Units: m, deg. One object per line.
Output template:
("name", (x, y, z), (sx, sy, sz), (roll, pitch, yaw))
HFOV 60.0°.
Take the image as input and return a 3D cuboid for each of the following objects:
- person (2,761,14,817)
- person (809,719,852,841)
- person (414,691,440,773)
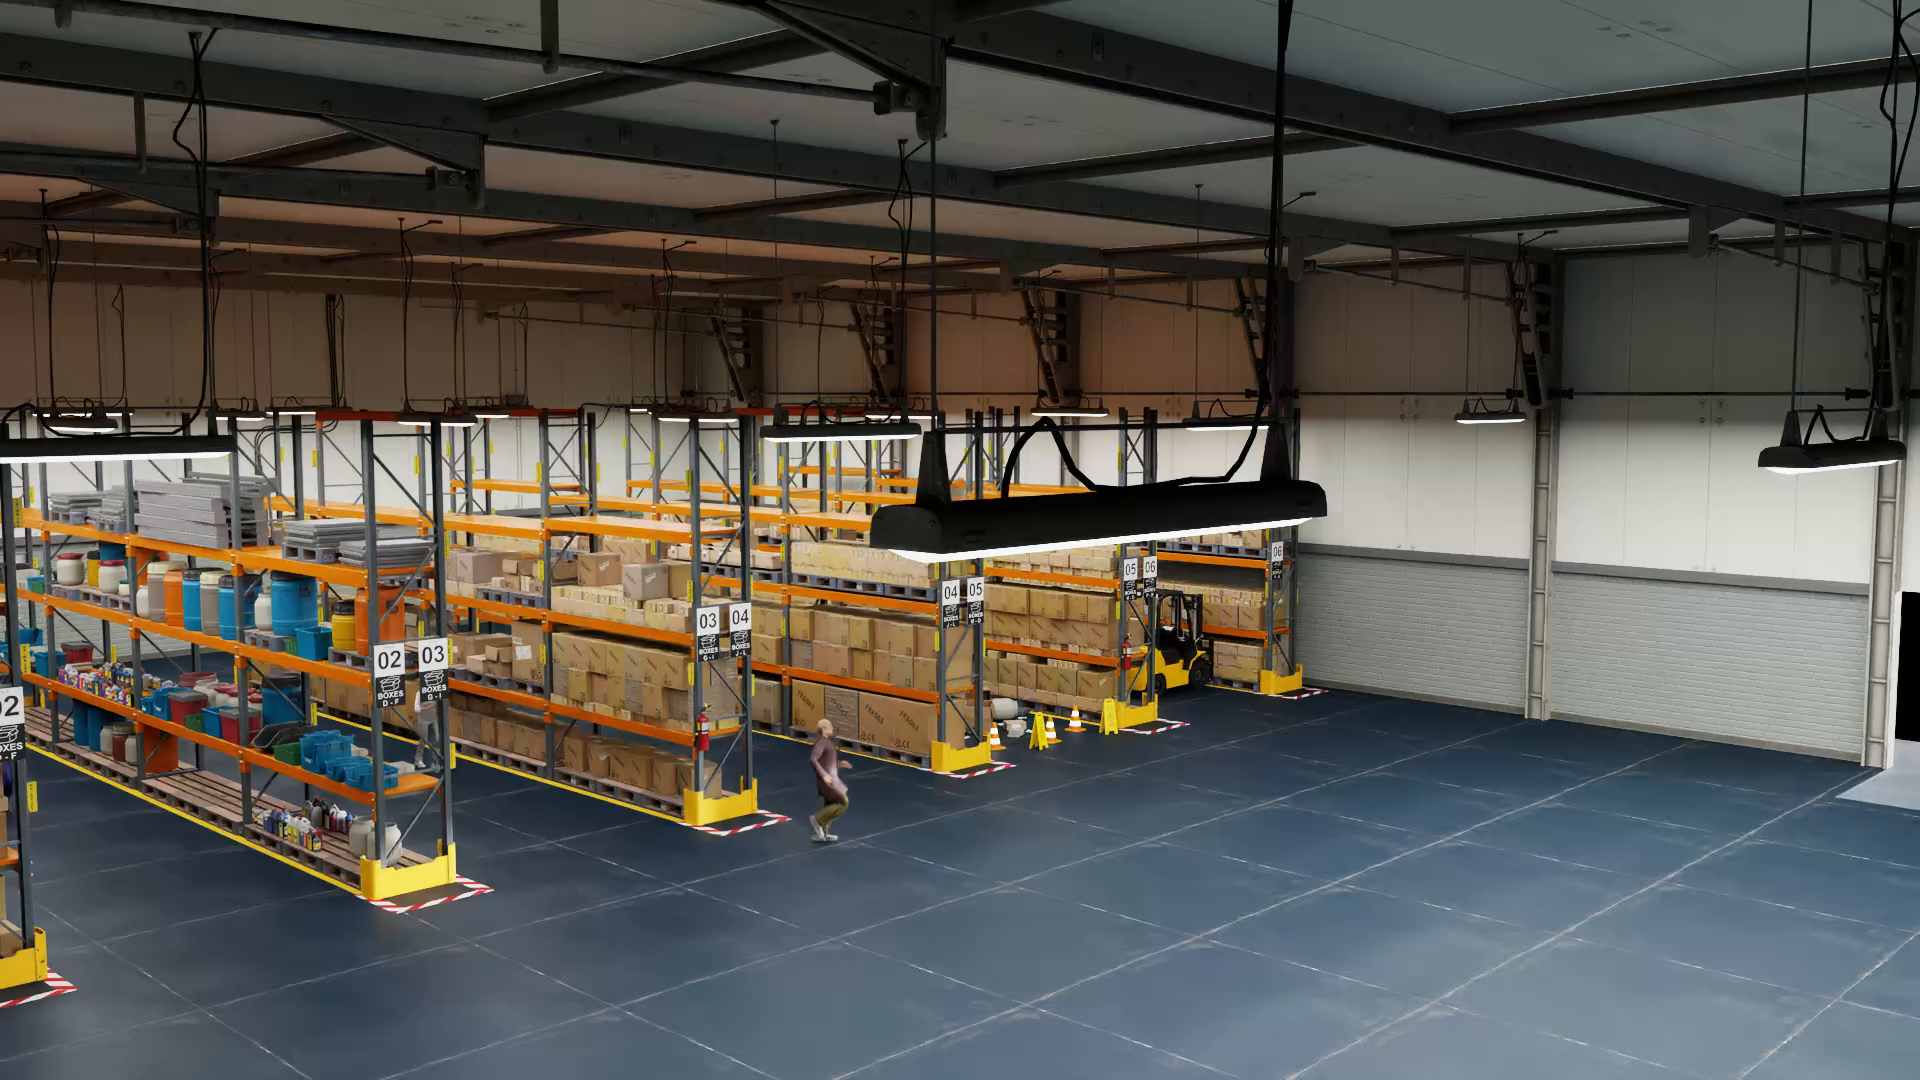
("person", (-14.409, 3.331, 24.847), (0.711, 1.704, 0.613), (4, 7, 40))
("person", (-1.827, 3.395, 23.455), (0.626, 1.727, 0.707), (-1, 5, -7))
("person", (-8.880, 3.071, 27.753), (0.685, 1.636, 0.516), (4, 7, 40))
